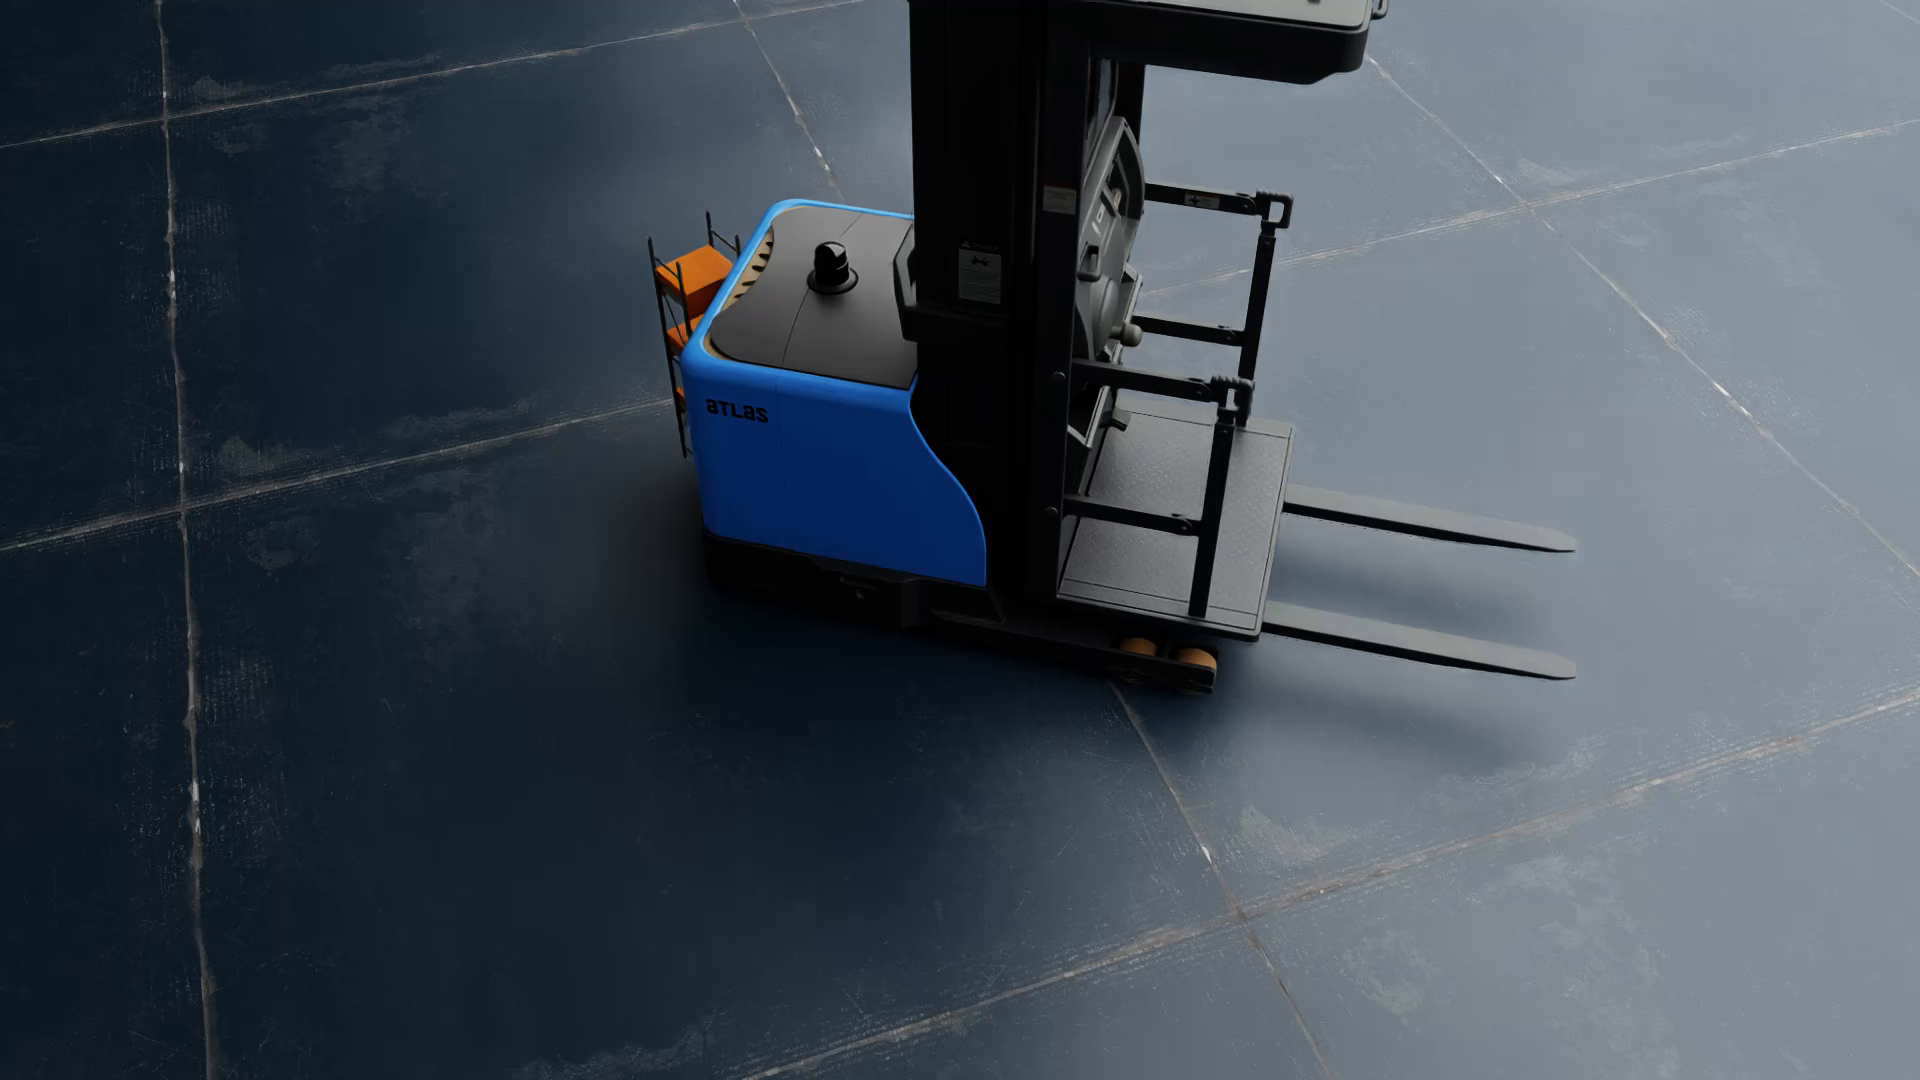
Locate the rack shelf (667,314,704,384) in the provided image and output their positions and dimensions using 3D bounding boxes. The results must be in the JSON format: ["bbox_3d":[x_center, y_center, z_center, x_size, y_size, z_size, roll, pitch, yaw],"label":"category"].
[{"bbox_3d":[-0.934,-0.688,6.207,0.240,0.259,0.215,-31,53,-27],"label":"rack shelf"}]

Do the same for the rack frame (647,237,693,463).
[{"bbox_3d":[-1.027,-0.639,6.145,0.008,1.050,0.200,-31,53,-27],"label":"rack frame"}]

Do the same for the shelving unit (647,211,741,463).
[{"bbox_3d":[-0.934,-0.696,6.200,0.252,1.050,0.215,-31,53,-27],"label":"shelving unit"}]

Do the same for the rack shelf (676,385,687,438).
[{"bbox_3d":[-0.933,-0.494,6.406,0.240,0.259,0.215,-31,53,-27],"label":"rack shelf"}]

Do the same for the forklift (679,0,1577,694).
[{"bbox_3d":[0.652,-0.923,5.101,3.031,2.935,1.130,10,46,10],"label":"forklift"}]

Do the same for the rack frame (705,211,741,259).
[{"bbox_3d":[-0.840,-0.752,6.254,0.008,1.050,0.200,-31,53,-27],"label":"rack frame"}]

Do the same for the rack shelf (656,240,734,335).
[{"bbox_3d":[-0.934,-0.887,6.004,0.240,0.259,0.215,-31,53,-27],"label":"rack shelf"}]
